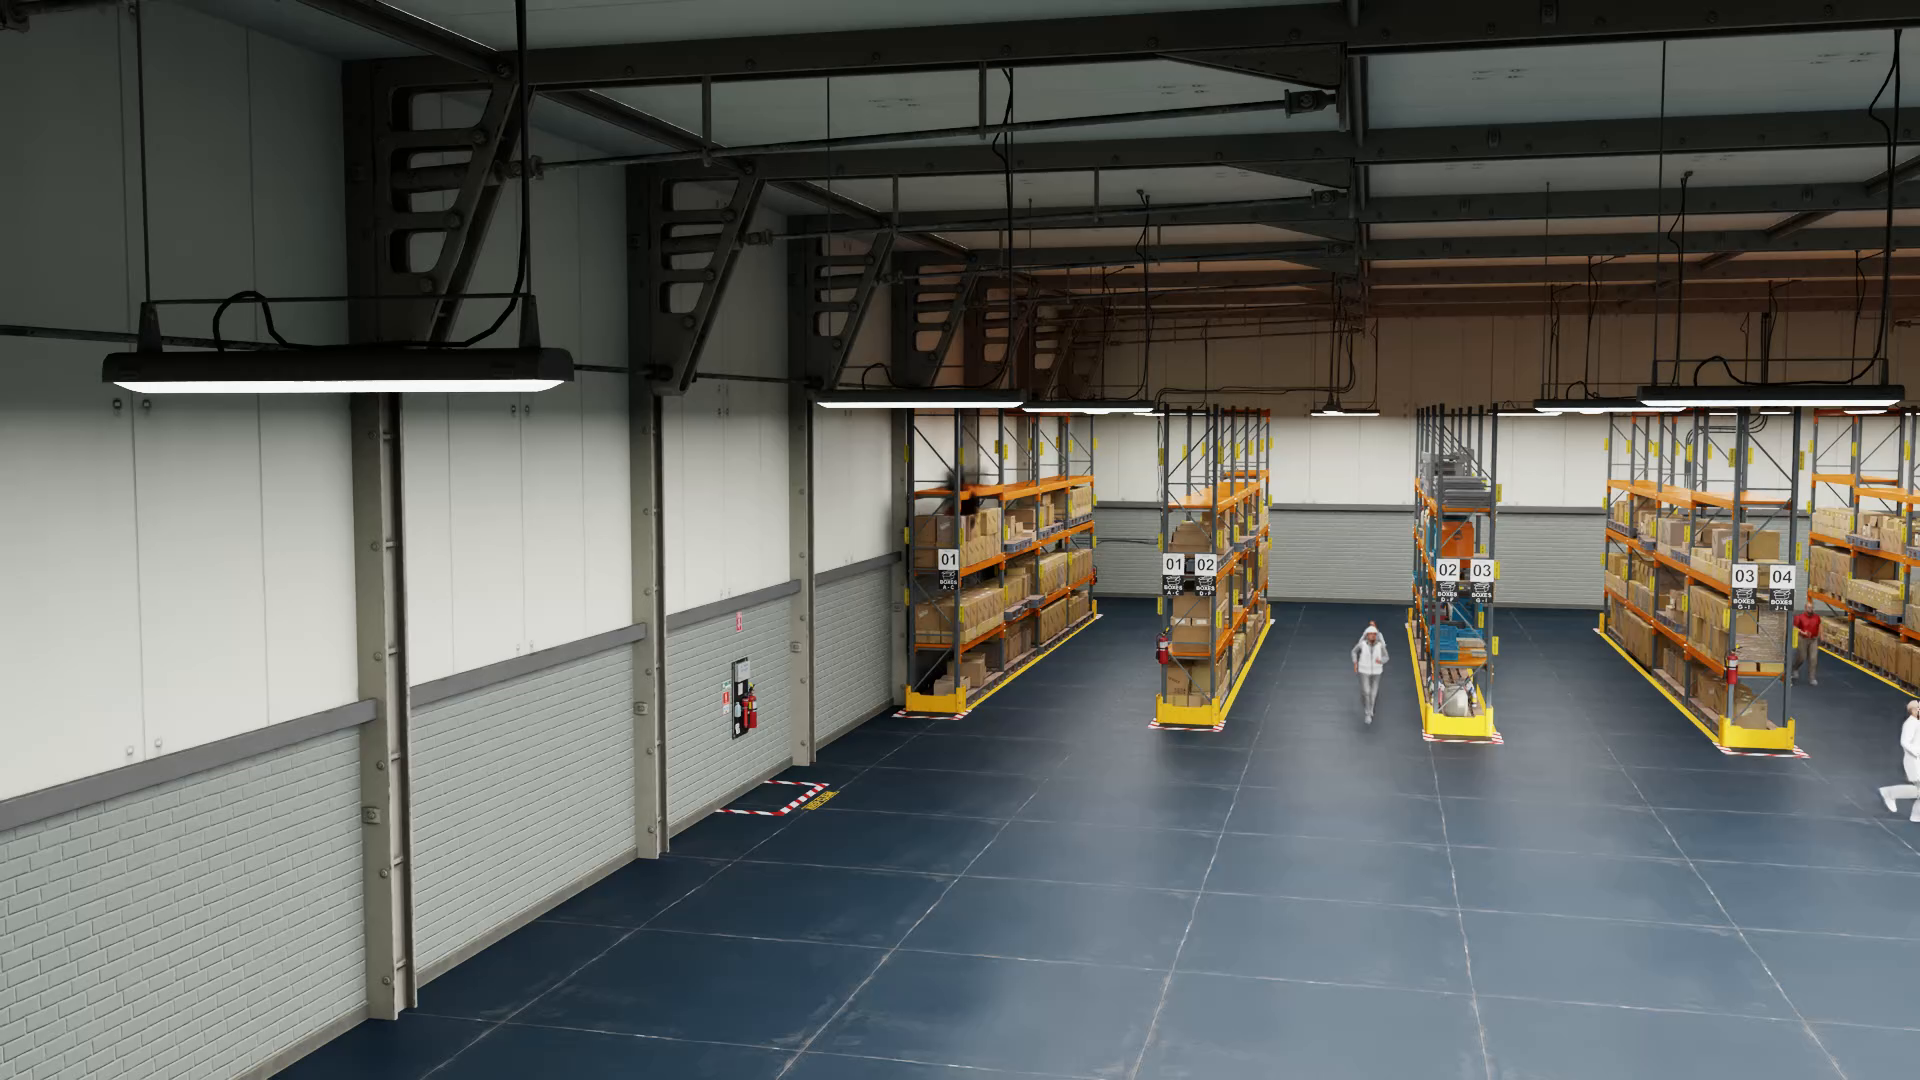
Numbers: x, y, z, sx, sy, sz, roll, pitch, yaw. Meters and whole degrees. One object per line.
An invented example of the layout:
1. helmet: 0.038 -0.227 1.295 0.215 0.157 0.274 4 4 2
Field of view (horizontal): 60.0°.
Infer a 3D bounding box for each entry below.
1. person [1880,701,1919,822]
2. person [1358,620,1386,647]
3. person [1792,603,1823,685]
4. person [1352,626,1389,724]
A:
1. person: 13.514 3.143 23.595 0.756 1.743 0.711 3 5 38
2. person: 8.514 2.436 34.383 0.547 1.563 0.767 1 4 13
3. person: 18.414 2.234 36.145 0.686 1.755 0.867 0 4 6
4. person: 7.784 2.519 31.510 0.657 1.784 0.879 0 4 2
